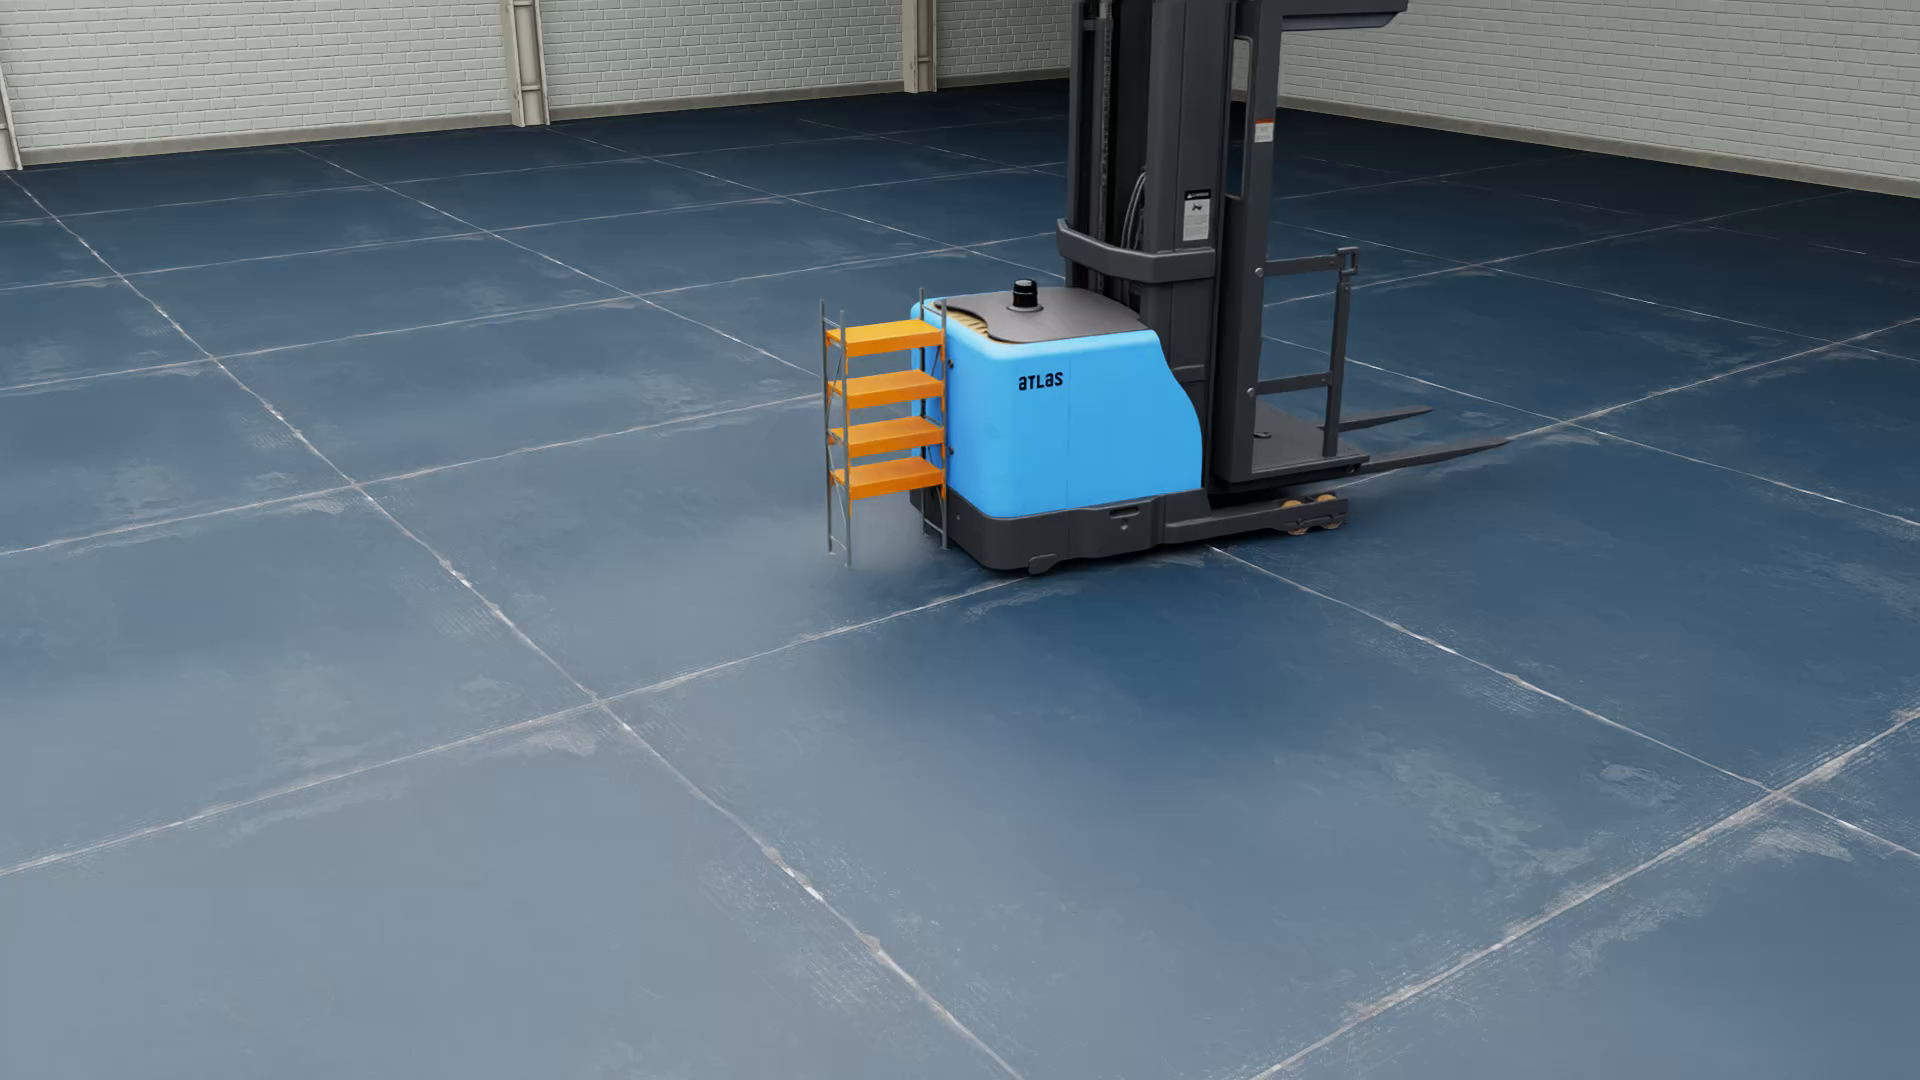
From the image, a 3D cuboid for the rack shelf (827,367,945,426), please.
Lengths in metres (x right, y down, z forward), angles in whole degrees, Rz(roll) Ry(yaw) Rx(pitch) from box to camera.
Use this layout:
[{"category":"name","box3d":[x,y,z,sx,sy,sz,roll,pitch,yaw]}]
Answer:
[{"category":"rack shelf","box3d":[-0.338,-0.649,7.481,0.480,0.148,0.258,-11,24,-25]}]

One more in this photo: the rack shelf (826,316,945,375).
[{"category":"rack shelf","box3d":[-0.338,-0.868,7.393,0.480,0.148,0.258,-11,24,-25]}]

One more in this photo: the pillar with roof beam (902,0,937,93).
[{"category":"pillar with roof beam","box3d":[1.929,-9.472,19.492,0.400,9.000,9.100,-15,26,-33]}]

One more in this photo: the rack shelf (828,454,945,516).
[{"category":"rack shelf","box3d":[-0.338,-0.256,7.637,0.480,0.148,0.258,-11,24,-25]}]

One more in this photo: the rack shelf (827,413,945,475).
[{"category":"rack shelf","box3d":[-0.338,-0.441,7.564,0.480,0.148,0.258,-11,24,-25]}]

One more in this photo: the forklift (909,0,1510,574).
[{"category":"forklift","box3d":[1.318,-1.552,7.831,3.031,2.935,1.130,-9,24,-22]}]

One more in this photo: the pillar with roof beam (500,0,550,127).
[{"category":"pillar with roof beam","box3d":[-2.942,-8.173,16.237,0.400,9.000,9.100,-15,26,-33]}]

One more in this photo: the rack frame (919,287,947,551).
[{"category":"rack frame","box3d":[-0.122,-0.545,7.644,0.015,1.200,0.240,-11,24,-25]}]

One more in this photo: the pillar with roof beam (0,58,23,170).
[{"category":"pillar with roof beam","box3d":[-7.812,-6.875,12.983,0.400,9.000,9.100,-15,26,-33]}]

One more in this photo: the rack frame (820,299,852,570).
[{"category":"rack frame","box3d":[-0.554,-0.461,7.434,0.015,1.200,0.240,-11,24,-25]}]

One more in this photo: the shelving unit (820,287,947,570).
[{"category":"shelving unit","box3d":[-0.338,-0.503,7.539,0.503,1.200,0.258,-11,24,-25]}]
